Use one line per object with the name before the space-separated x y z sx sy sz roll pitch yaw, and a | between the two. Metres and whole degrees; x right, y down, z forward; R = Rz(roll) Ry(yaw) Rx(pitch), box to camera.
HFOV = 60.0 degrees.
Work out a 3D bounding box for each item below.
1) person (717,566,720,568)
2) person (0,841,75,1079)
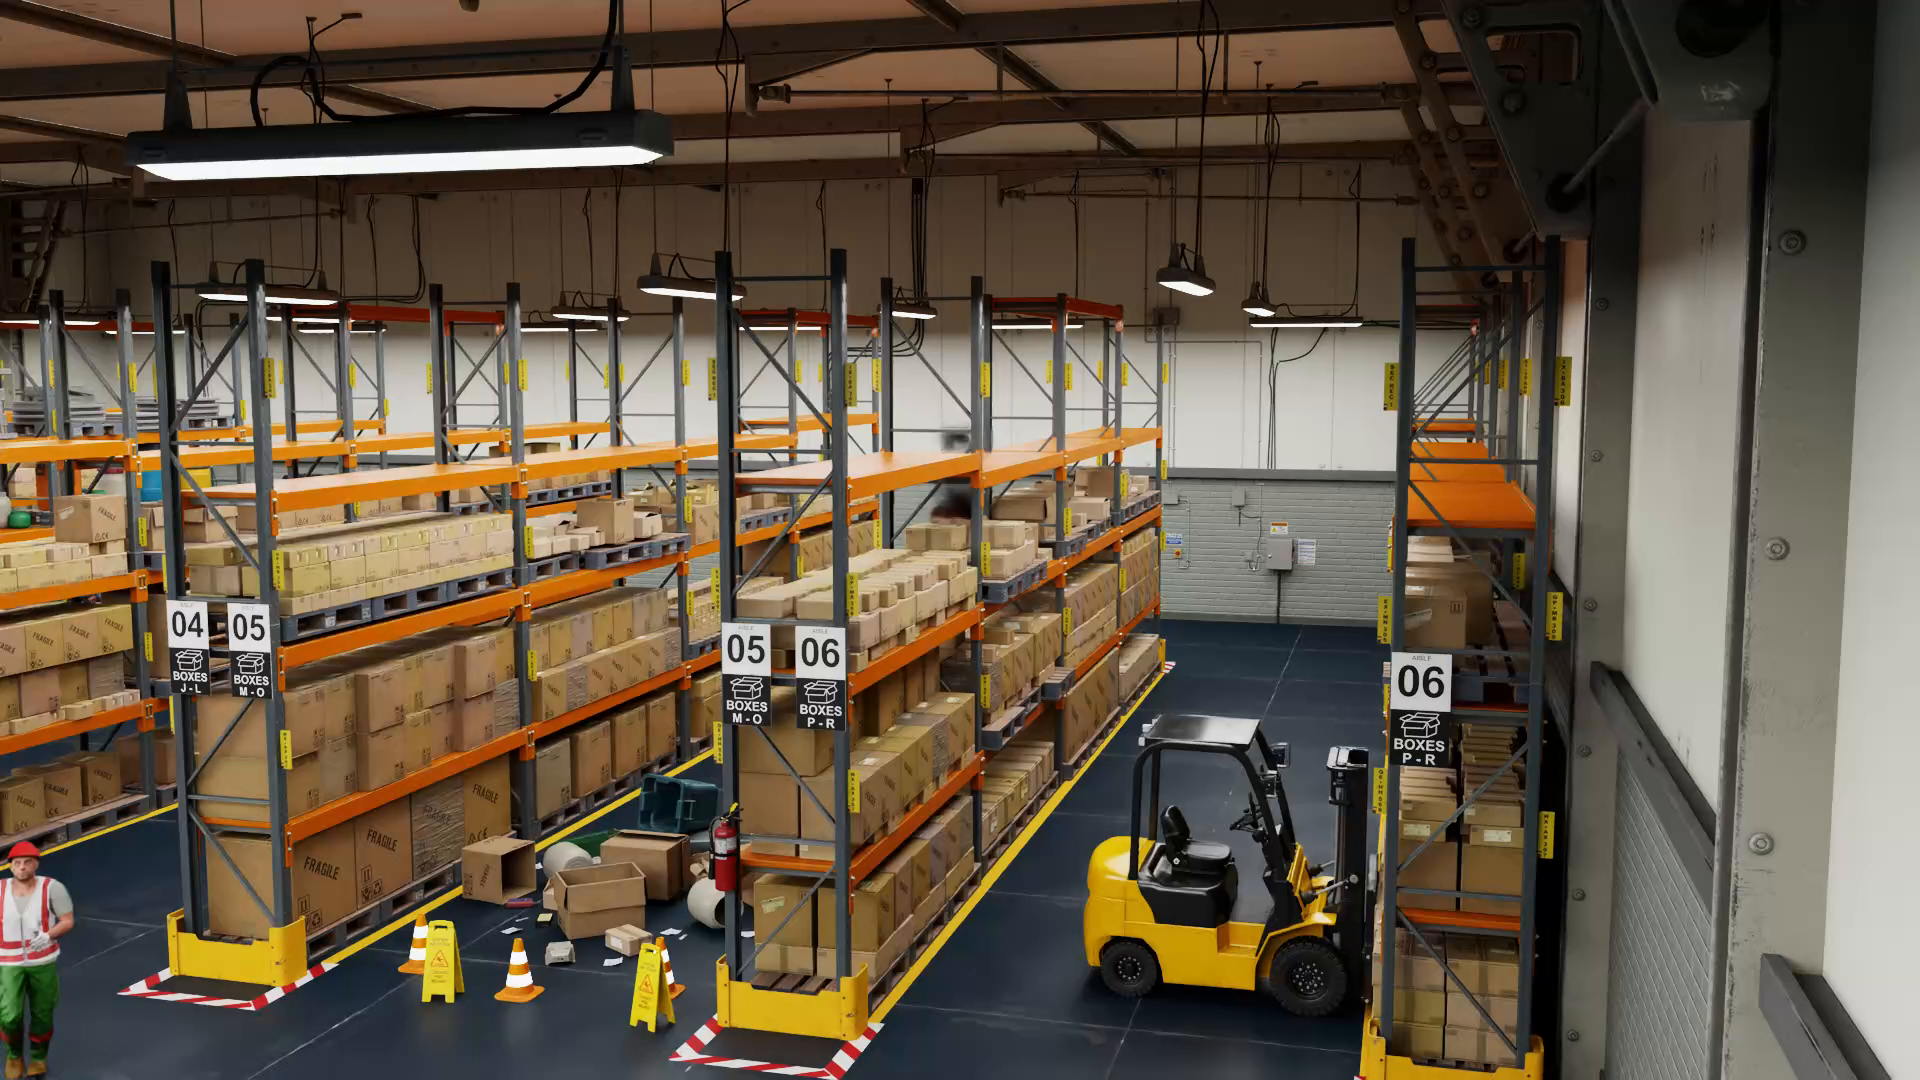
person | -4.091 1.304 28.347 0.738 1.750 0.609 3 7 24
person | -6.669 3.023 11.862 0.651 1.747 0.658 -3 7 -27
